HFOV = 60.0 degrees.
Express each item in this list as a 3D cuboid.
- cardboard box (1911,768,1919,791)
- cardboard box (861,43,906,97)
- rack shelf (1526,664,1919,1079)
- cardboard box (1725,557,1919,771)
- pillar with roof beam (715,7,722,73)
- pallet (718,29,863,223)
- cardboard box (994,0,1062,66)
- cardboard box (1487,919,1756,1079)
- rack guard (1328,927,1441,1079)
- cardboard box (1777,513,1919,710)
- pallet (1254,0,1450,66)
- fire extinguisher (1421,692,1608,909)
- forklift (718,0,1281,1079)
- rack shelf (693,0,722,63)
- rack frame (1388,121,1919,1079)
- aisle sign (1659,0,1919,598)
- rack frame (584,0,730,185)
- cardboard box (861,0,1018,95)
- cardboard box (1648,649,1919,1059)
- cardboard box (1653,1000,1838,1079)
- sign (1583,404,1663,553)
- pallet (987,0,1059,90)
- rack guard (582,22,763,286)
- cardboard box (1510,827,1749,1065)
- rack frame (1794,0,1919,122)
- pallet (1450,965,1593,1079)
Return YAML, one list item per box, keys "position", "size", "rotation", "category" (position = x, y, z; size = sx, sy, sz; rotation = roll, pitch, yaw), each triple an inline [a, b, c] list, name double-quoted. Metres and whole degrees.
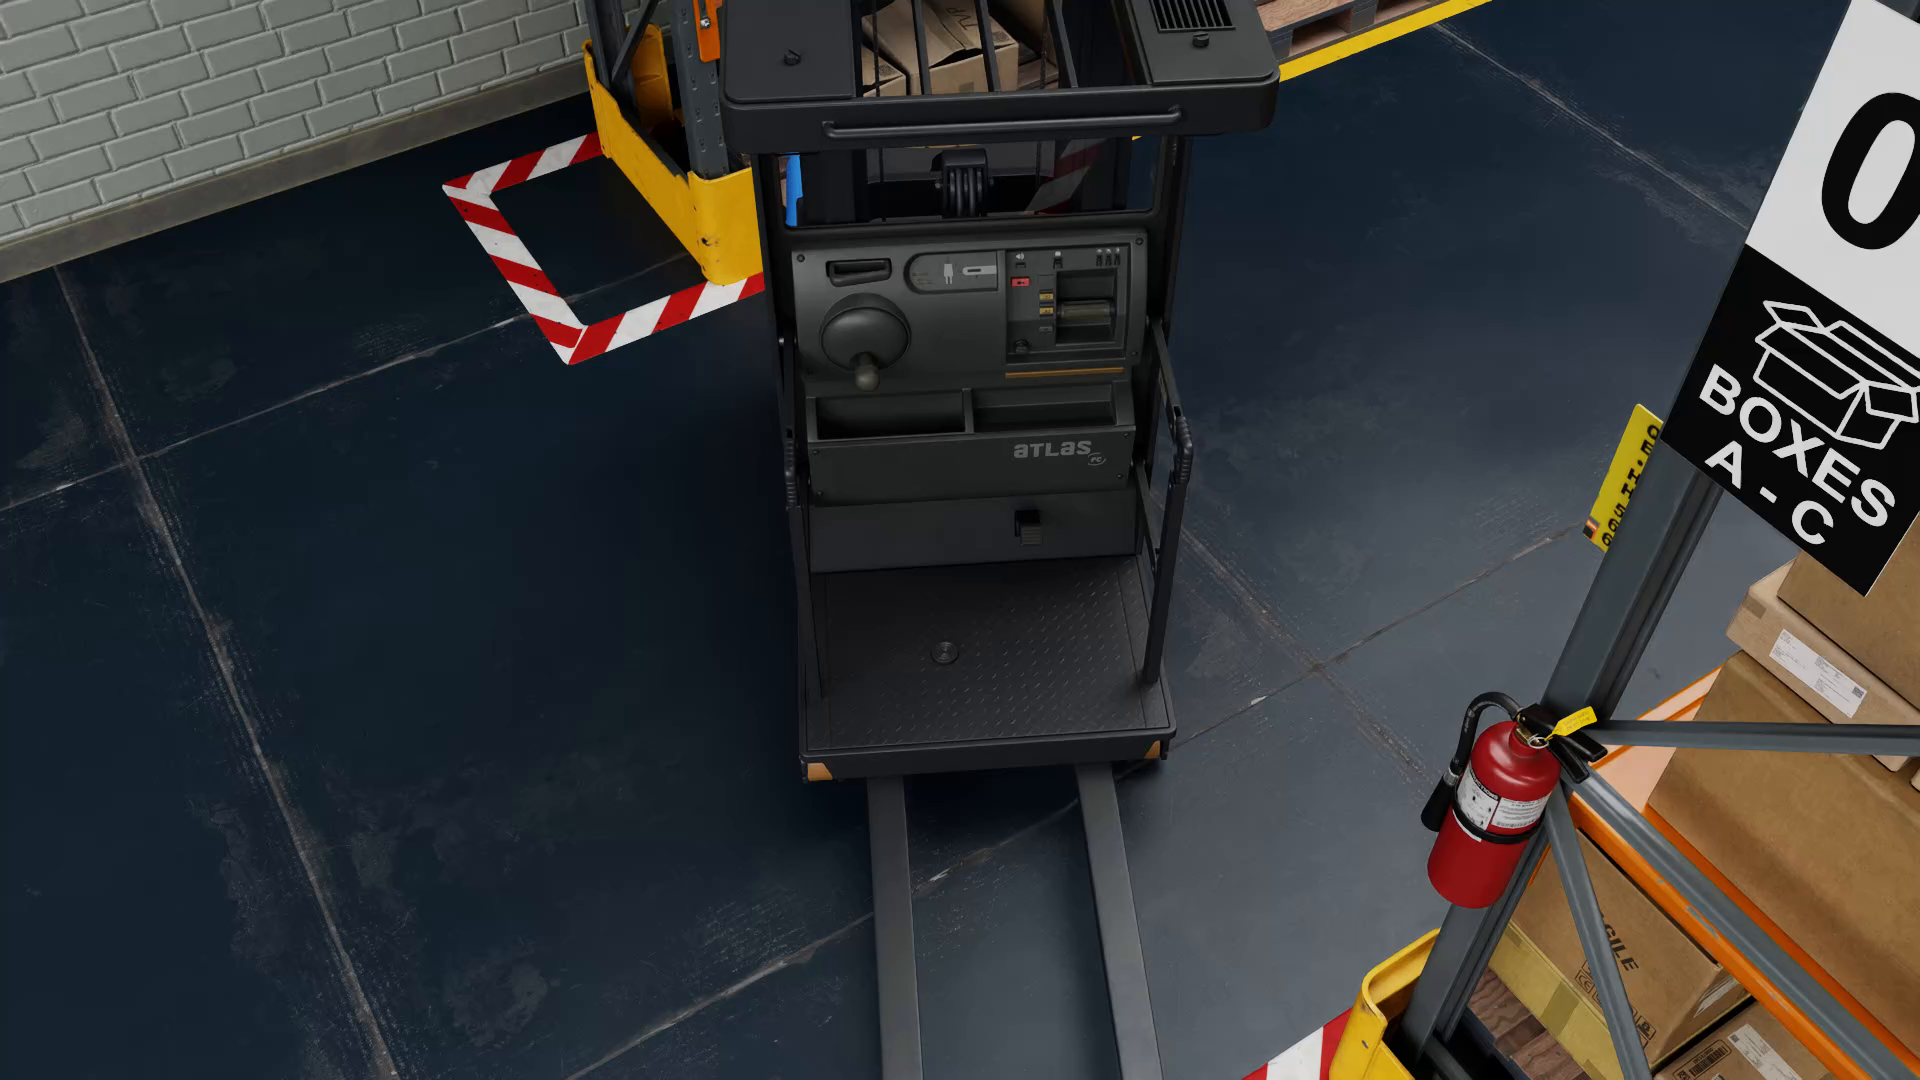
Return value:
- position: [1.889, 0.453, 2.837]
  size: [0.250, 0.149, 0.380]
  rotation: [-26, 53, -21]
  category: "cardboard box"
- position: [-0.571, -1.876, 6.918]
  size: [0.500, 0.311, 0.500]
  rotation: [-31, 55, -25]
  category: "cardboard box"
- position: [3.134, 0.164, 4.077]
  size: [4.000, 0.370, 1.077]
  rotation: [-25, 53, -21]
  category: "rack shelf"
- position: [1.664, 0.200, 3.062]
  size: [0.250, 0.149, 0.380]
  rotation: [-26, 53, -21]
  category: "cardboard box"
- position: [1.224, -2.507, 1.957]
  size: [0.400, 9.000, 9.100]
  rotation: [-25, 53, -21]
  category: "pillar with roof beam"
- position: [-0.433, -1.810, 7.220]
  size: [1.213, 0.211, 1.003]
  rotation: [-25, 53, -21]
  category: "pallet"
- position: [0.559, -2.427, 7.282]
  size: [0.500, 0.500, 0.700]
  rotation: [-28, 54, -23]
  category: "cardboard box"
- position: [1.739, 1.096, 4.325]
  size: [0.500, 0.250, 0.500]
  rotation: [-25, 53, -21]
  category: "cardboard box"
- position: [1.422, 1.563, 4.023]
  size: [0.348, 0.500, 1.175]
  rotation: [-25, 53, -21]
  category: "rack guard"
- position: [1.889, 0.058, 2.754]
  size: [0.500, 0.500, 0.700]
  rotation: [-25, 53, -21]
  category: "cardboard box"
- position: [1.630, -2.782, 8.086]
  size: [1.213, 0.211, 1.003]
  rotation: [-25, 53, -21]
  category: "pallet"
- position: [1.095, 0.501, 3.347]
  size: [0.183, 0.674, 0.296]
  rotation: [-25, 53, -21]
  category: "fire extinguisher"
- position: [0.049, -0.507, 4.239]
  size: [1.130, 2.935, 3.031]
  rotation: [-3, 48, -3]
  category: "forklift"
- position: [0.488, -2.963, 6.862]
  size: [4.000, 0.370, 1.077]
  rotation: [-25, 53, -21]
  category: "rack shelf"
- position: [1.443, 0.722, 3.098]
  size: [0.127, 3.000, 1.000]
  rotation: [-25, 53, -21]
  category: "rack frame"
- position: [1.230, -0.302, 2.269]
  size: [0.004, 0.787, 0.394]
  rotation: [-25, 53, -21]
  category: "aisle sign"
- position: [-1.204, -2.405, 5.883]
  size: [0.127, 3.000, 1.000]
  rotation: [-25, 53, -21]
  category: "rack frame"
- position: [-0.088, -2.103, 7.120]
  size: [0.500, 0.311, 0.500]
  rotation: [-21, 52, -18]
  category: "cardboard box"
- position: [1.844, 0.511, 3.220]
  size: [0.500, 0.500, 0.700]
  rotation: [-25, 53, -21]
  category: "cardboard box"
- position: [2.015, 1.424, 4.034]
  size: [0.500, 0.250, 0.500]
  rotation: [-25, 53, -21]
  category: "cardboard box"
- position: [1.165, -0.090, 2.888]
  size: [0.005, 0.325, 0.100]
  rotation: [-25, 53, -21]
  category: "sign"
- position: [0.597, -2.293, 7.650]
  size: [1.213, 0.211, 1.003]
  rotation: [-25, 53, -21]
  category: "pallet"
- position: [-1.139, -1.604, 6.844]
  size: [0.348, 0.500, 1.175]
  rotation: [-25, 53, -21]
  category: "rack guard"
- position: [1.737, 0.846, 4.046]
  size: [0.500, 0.500, 0.500]
  rotation: [-25, 53, -21]
  category: "cardboard box"
- position: [1.443, -1.273, 0.858]
  size: [0.127, 3.000, 1.000]
  rotation: [-25, 53, -21]
  category: "rack frame"
- position: [2.067, 1.318, 4.435]
  size: [1.213, 0.211, 1.003]
  rotation: [-25, 53, -21]
  category: "pallet"
